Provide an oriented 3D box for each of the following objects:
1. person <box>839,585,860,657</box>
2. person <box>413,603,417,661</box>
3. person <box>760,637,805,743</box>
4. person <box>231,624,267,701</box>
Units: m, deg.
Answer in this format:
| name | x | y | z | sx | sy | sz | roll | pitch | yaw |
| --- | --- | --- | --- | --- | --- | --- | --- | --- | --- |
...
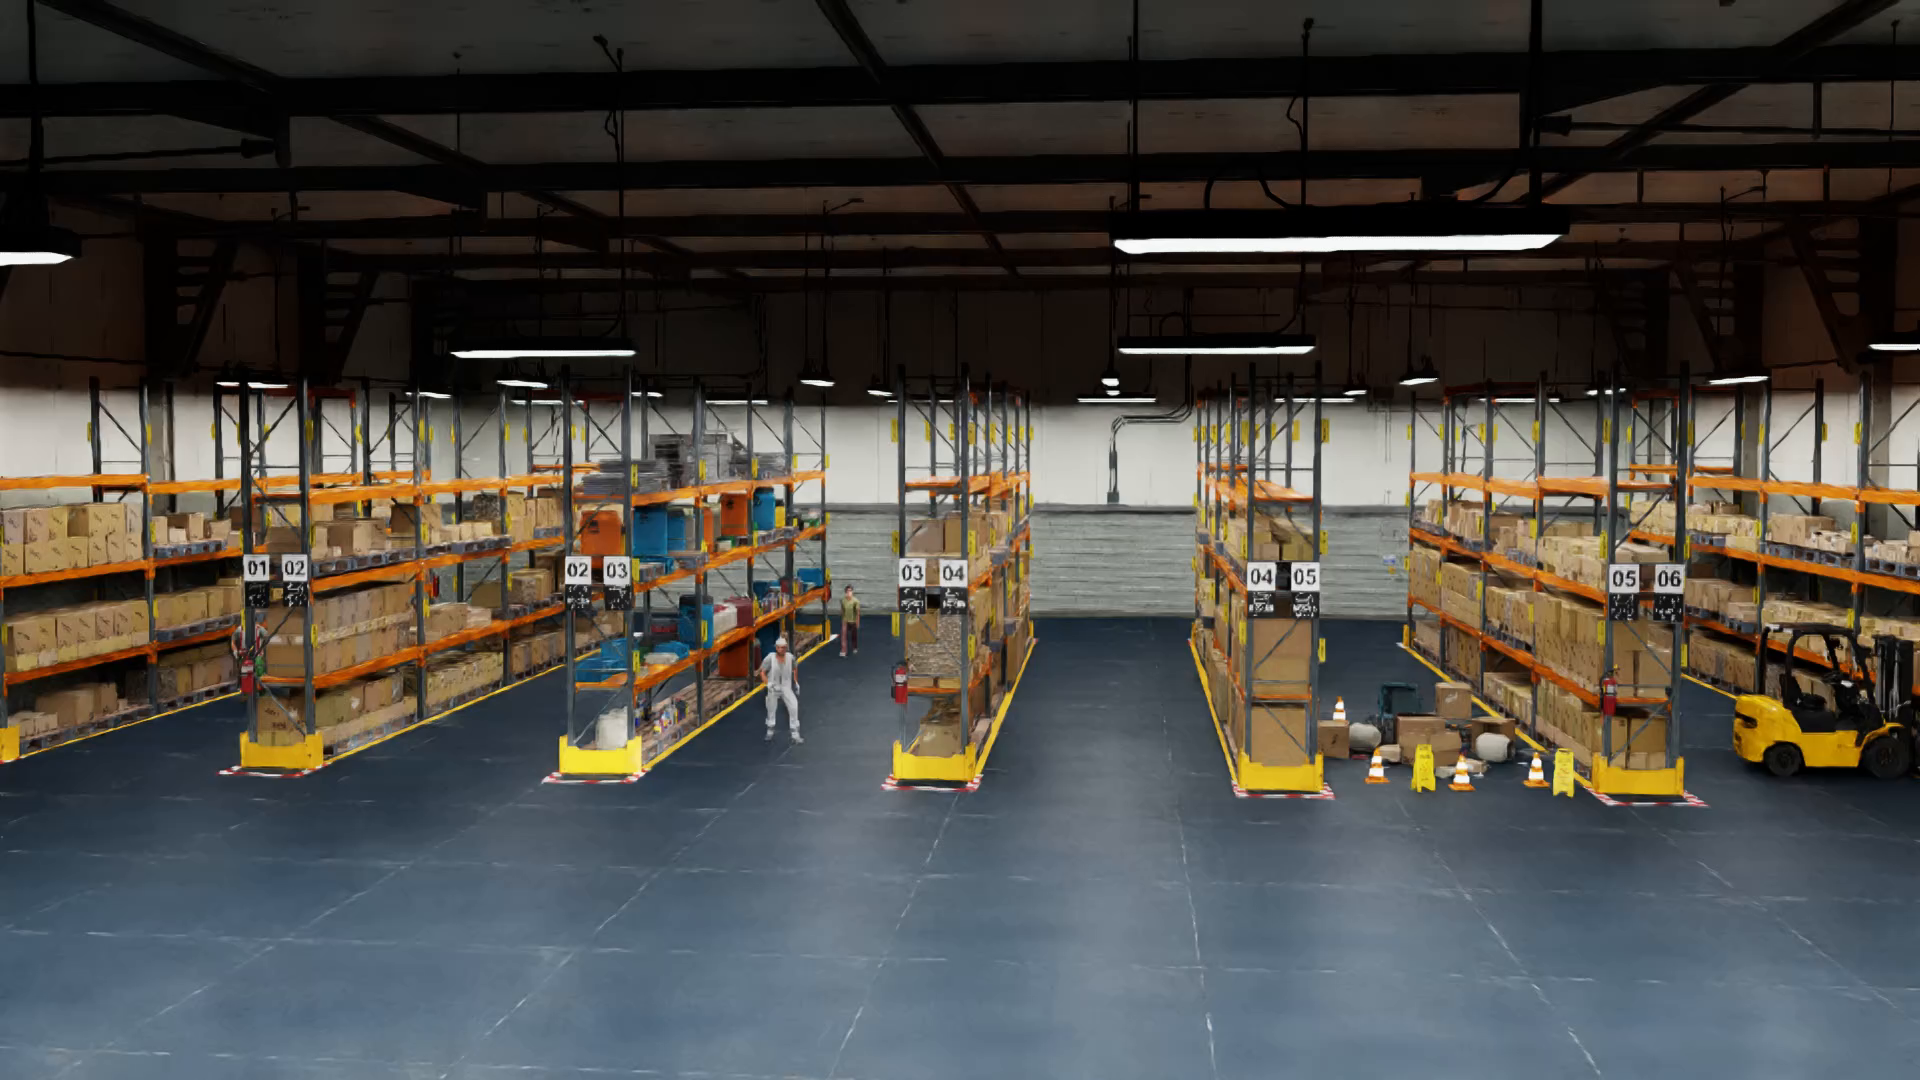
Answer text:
| name | x | y | z | sx | sy | sz | roll | pitch | yaw |
| --- | --- | --- | --- | --- | --- | --- | --- | --- | --- |
| person | -2.457 | 1.799 | 37.288 | 0.446 | 1.589 | 1.110 | 0 | 4 | 4 |
| person | -10.951 | 2.059 | 33.585 | 0.450 | 1.557 | 0.467 | 3 | 5 | 36 |
| person | -2.894 | 2.409 | 26.876 | 0.688 | 1.719 | 0.822 | -1 | 4 | -12 |
| person | -13.115 | 2.157 | 30.802 | 0.686 | 1.716 | 0.838 | -1 | 4 | -10 |
